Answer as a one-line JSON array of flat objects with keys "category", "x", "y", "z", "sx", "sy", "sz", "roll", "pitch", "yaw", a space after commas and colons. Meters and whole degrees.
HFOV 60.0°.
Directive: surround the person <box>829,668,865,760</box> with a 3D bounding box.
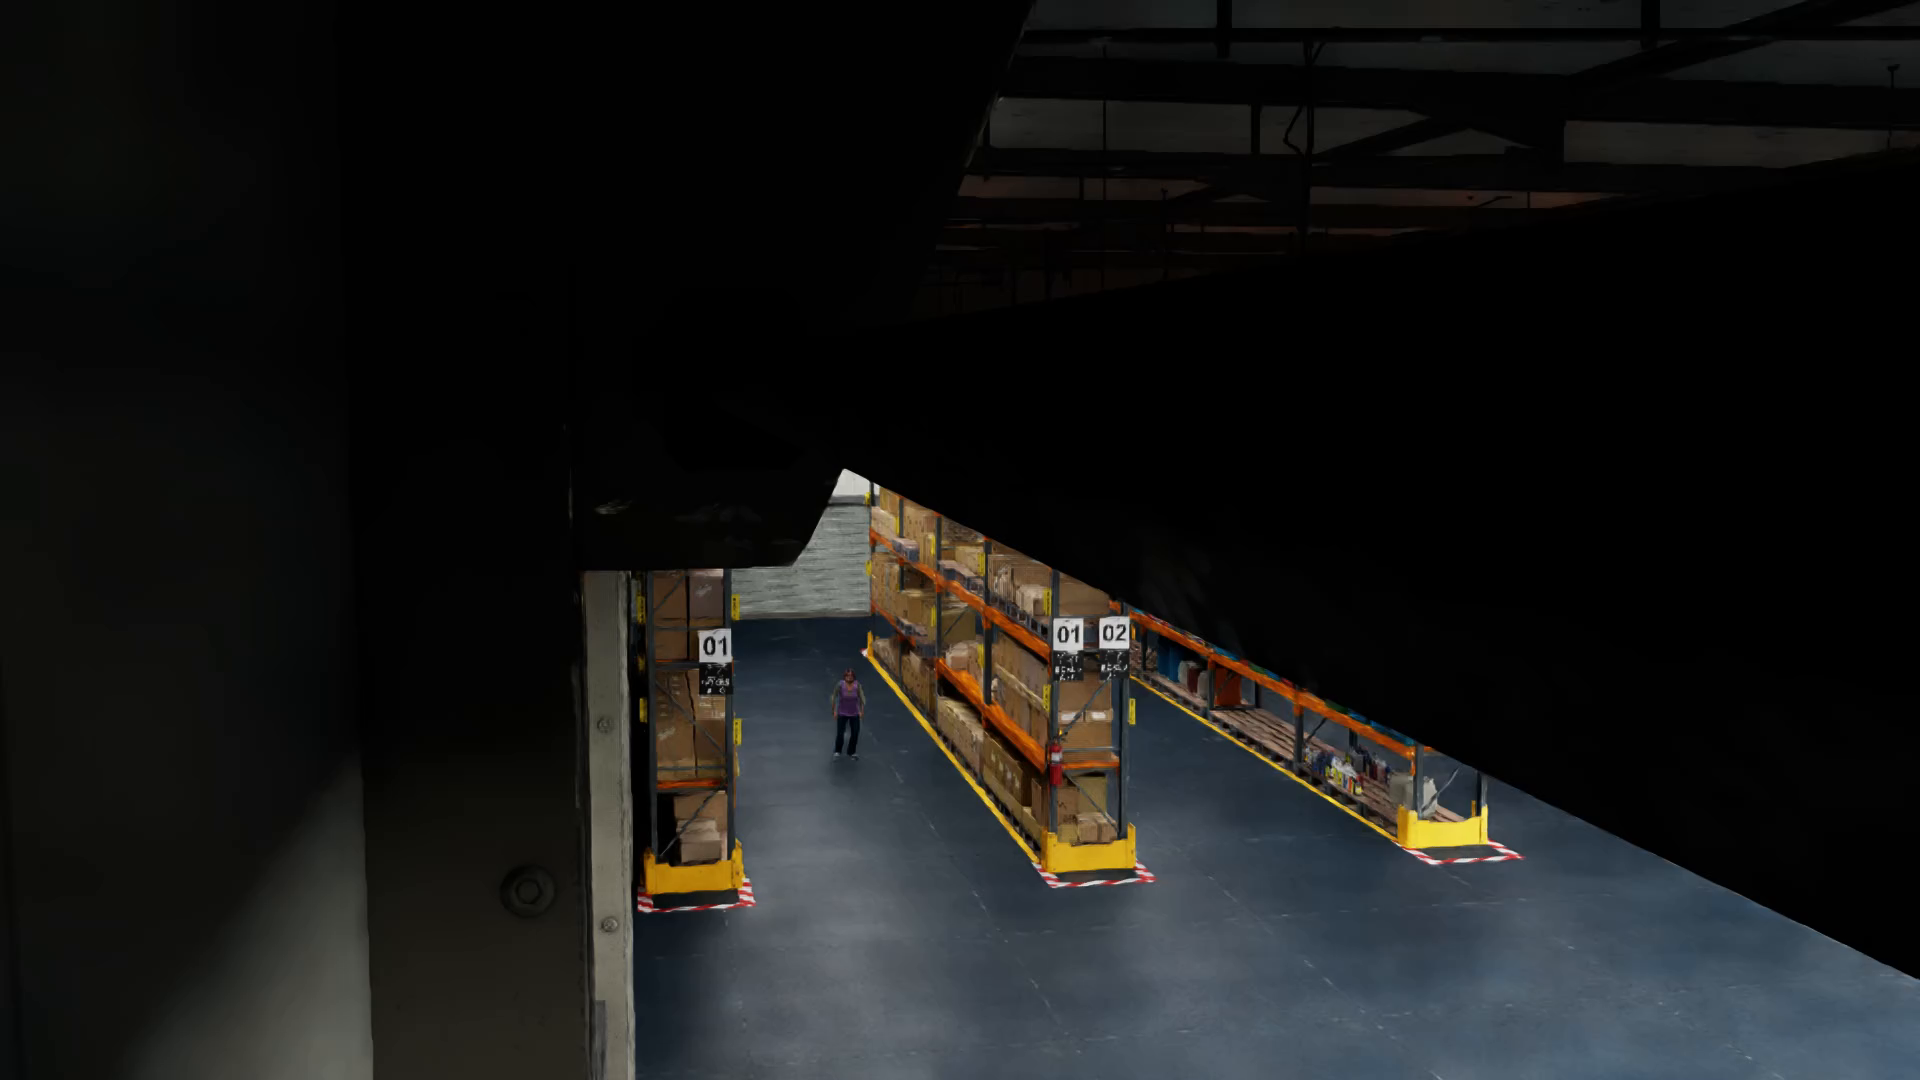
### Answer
[{"category": "person", "x": -1.808, "y": 2.789, "z": 26.677, "sx": 0.566, "sy": 1.541, "sz": 0.519, "roll": -2, "pitch": 6, "yaw": -14}]
